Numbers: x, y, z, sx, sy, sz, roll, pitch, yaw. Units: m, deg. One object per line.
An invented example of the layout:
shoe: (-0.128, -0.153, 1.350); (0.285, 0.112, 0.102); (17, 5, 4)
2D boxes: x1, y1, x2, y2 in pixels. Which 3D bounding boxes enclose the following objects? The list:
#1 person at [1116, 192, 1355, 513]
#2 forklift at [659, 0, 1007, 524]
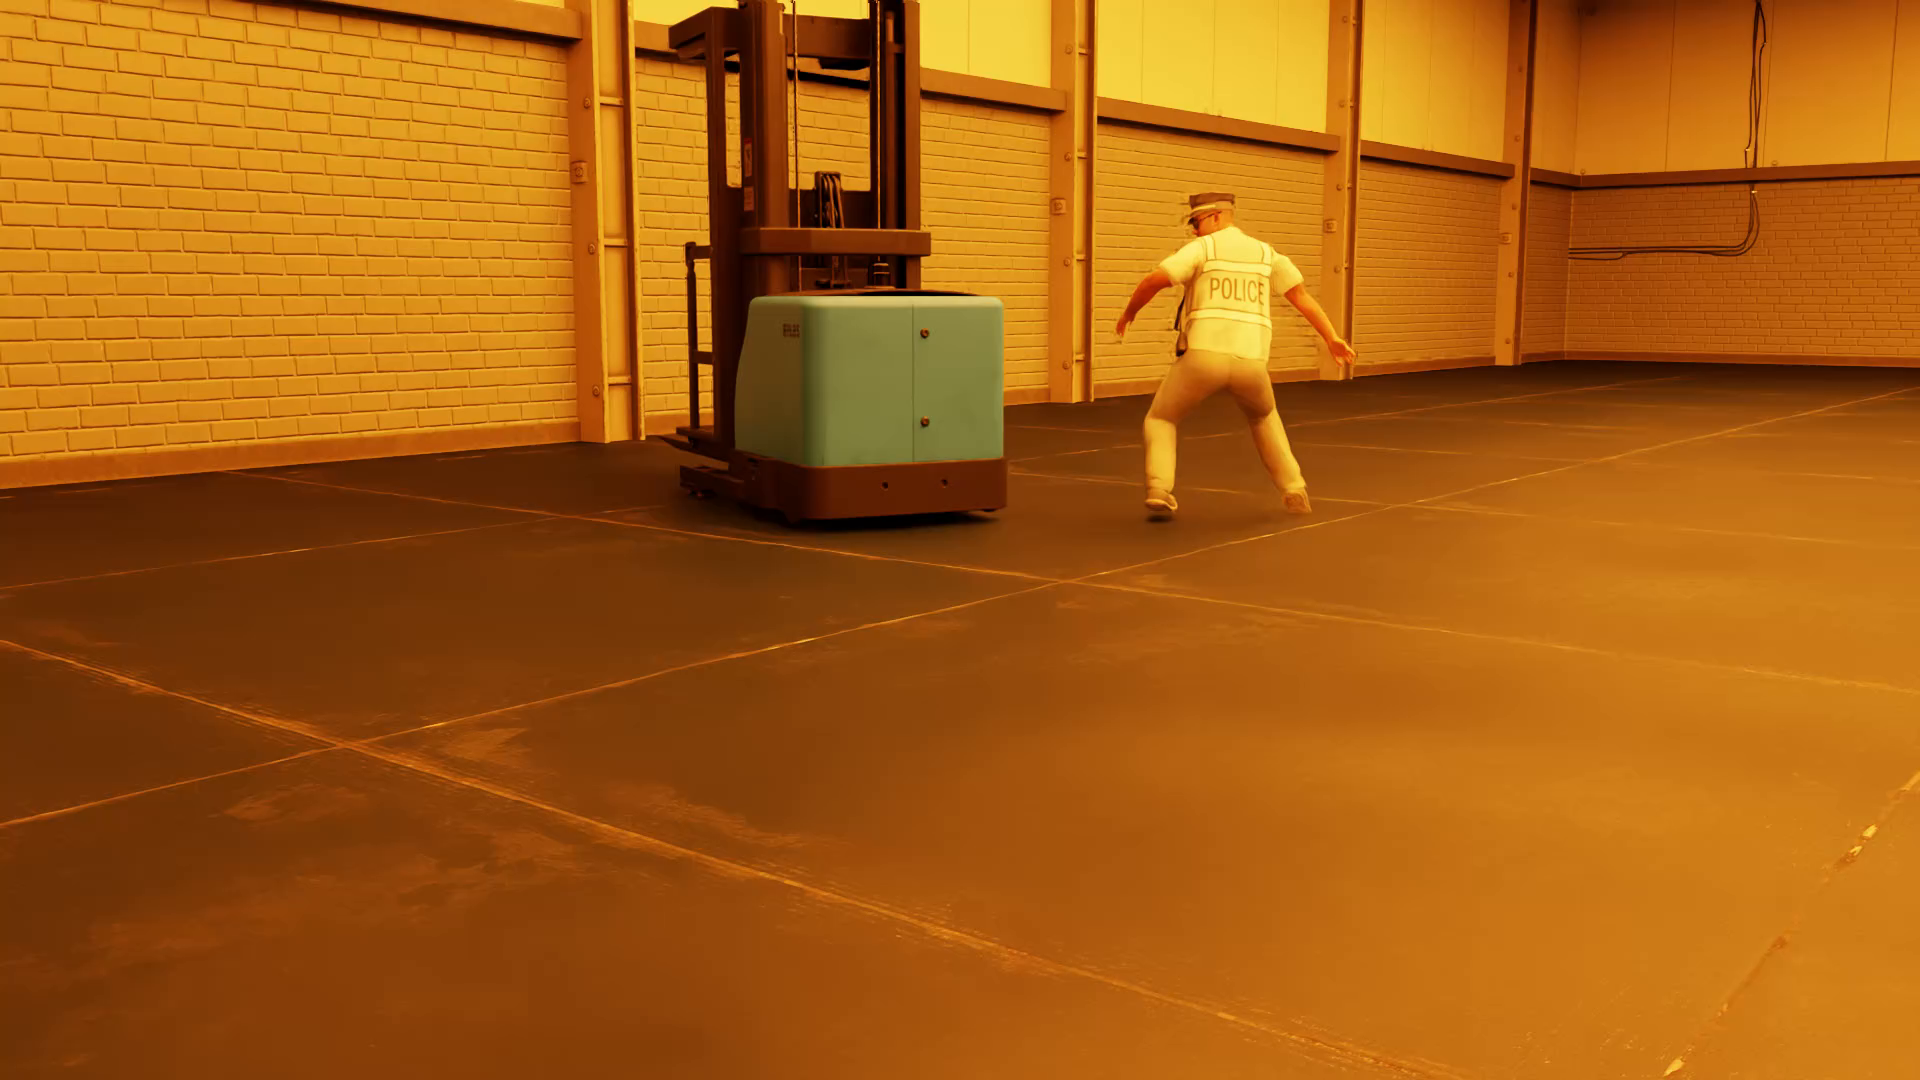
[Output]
person: (1.339, -0.849, 8.185); (1.063, 1.710, 0.586); (-1, 8, -10)
forklift: (-0.882, -1.696, 8.874); (1.130, 2.935, 3.031); (-4, 9, -26)
